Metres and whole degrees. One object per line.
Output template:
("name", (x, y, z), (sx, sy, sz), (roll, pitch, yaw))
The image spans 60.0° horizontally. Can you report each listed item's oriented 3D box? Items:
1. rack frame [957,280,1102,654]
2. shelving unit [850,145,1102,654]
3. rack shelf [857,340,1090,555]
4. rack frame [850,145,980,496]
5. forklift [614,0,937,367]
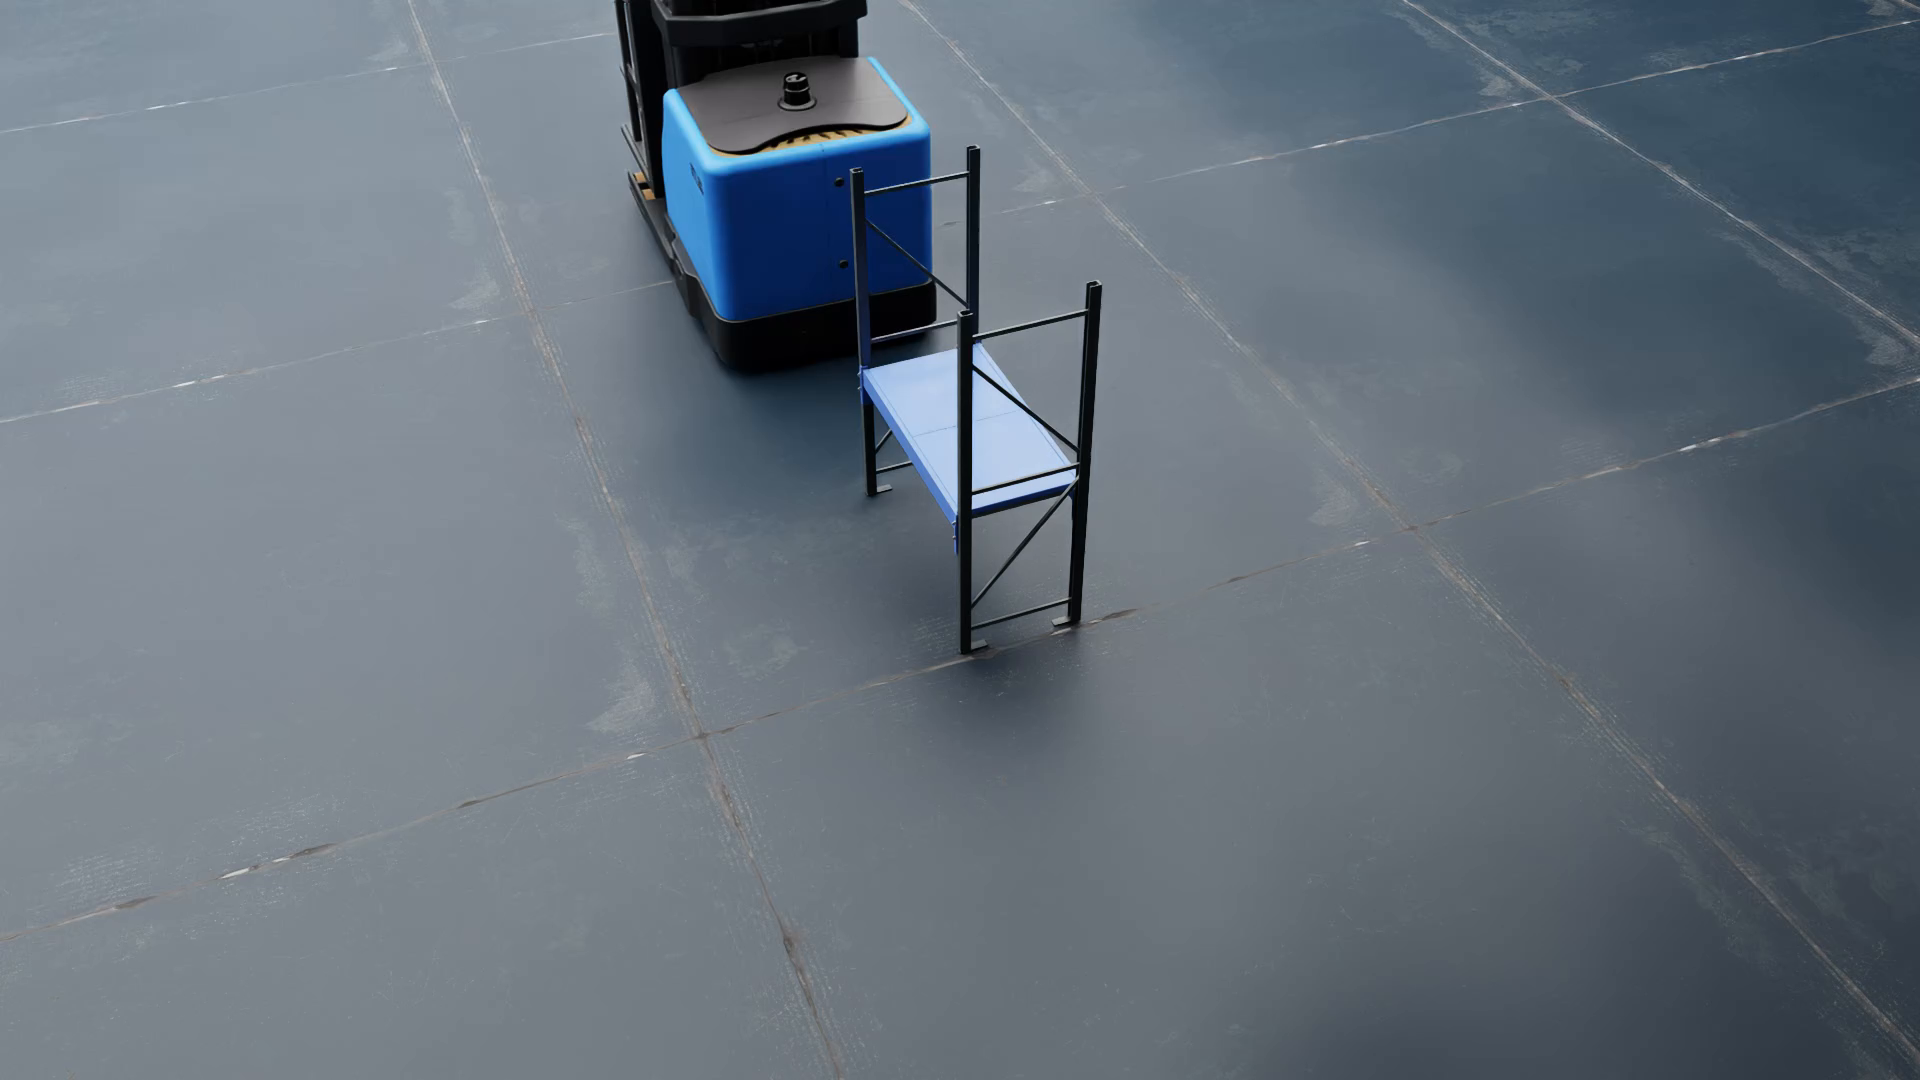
("rack frame", (0.227, -0.211, 5.845), (0.500, 1.500, 0.032), (-15, 43, -17))
("shelving unit", (0.033, -0.517, 6.201), (0.538, 1.500, 1.048), (-15, 43, -17))
("rack shelf", (0.033, -0.381, 6.319), (0.538, 0.185, 1.000), (-15, 43, -17))
("rack frame", (-0.162, -0.824, 6.557), (0.500, 1.500, 0.032), (-15, 43, -17))
("forklift", (-1.111, -2.868, 7.837), (1.130, 2.935, 3.031), (-14, 43, -16))
